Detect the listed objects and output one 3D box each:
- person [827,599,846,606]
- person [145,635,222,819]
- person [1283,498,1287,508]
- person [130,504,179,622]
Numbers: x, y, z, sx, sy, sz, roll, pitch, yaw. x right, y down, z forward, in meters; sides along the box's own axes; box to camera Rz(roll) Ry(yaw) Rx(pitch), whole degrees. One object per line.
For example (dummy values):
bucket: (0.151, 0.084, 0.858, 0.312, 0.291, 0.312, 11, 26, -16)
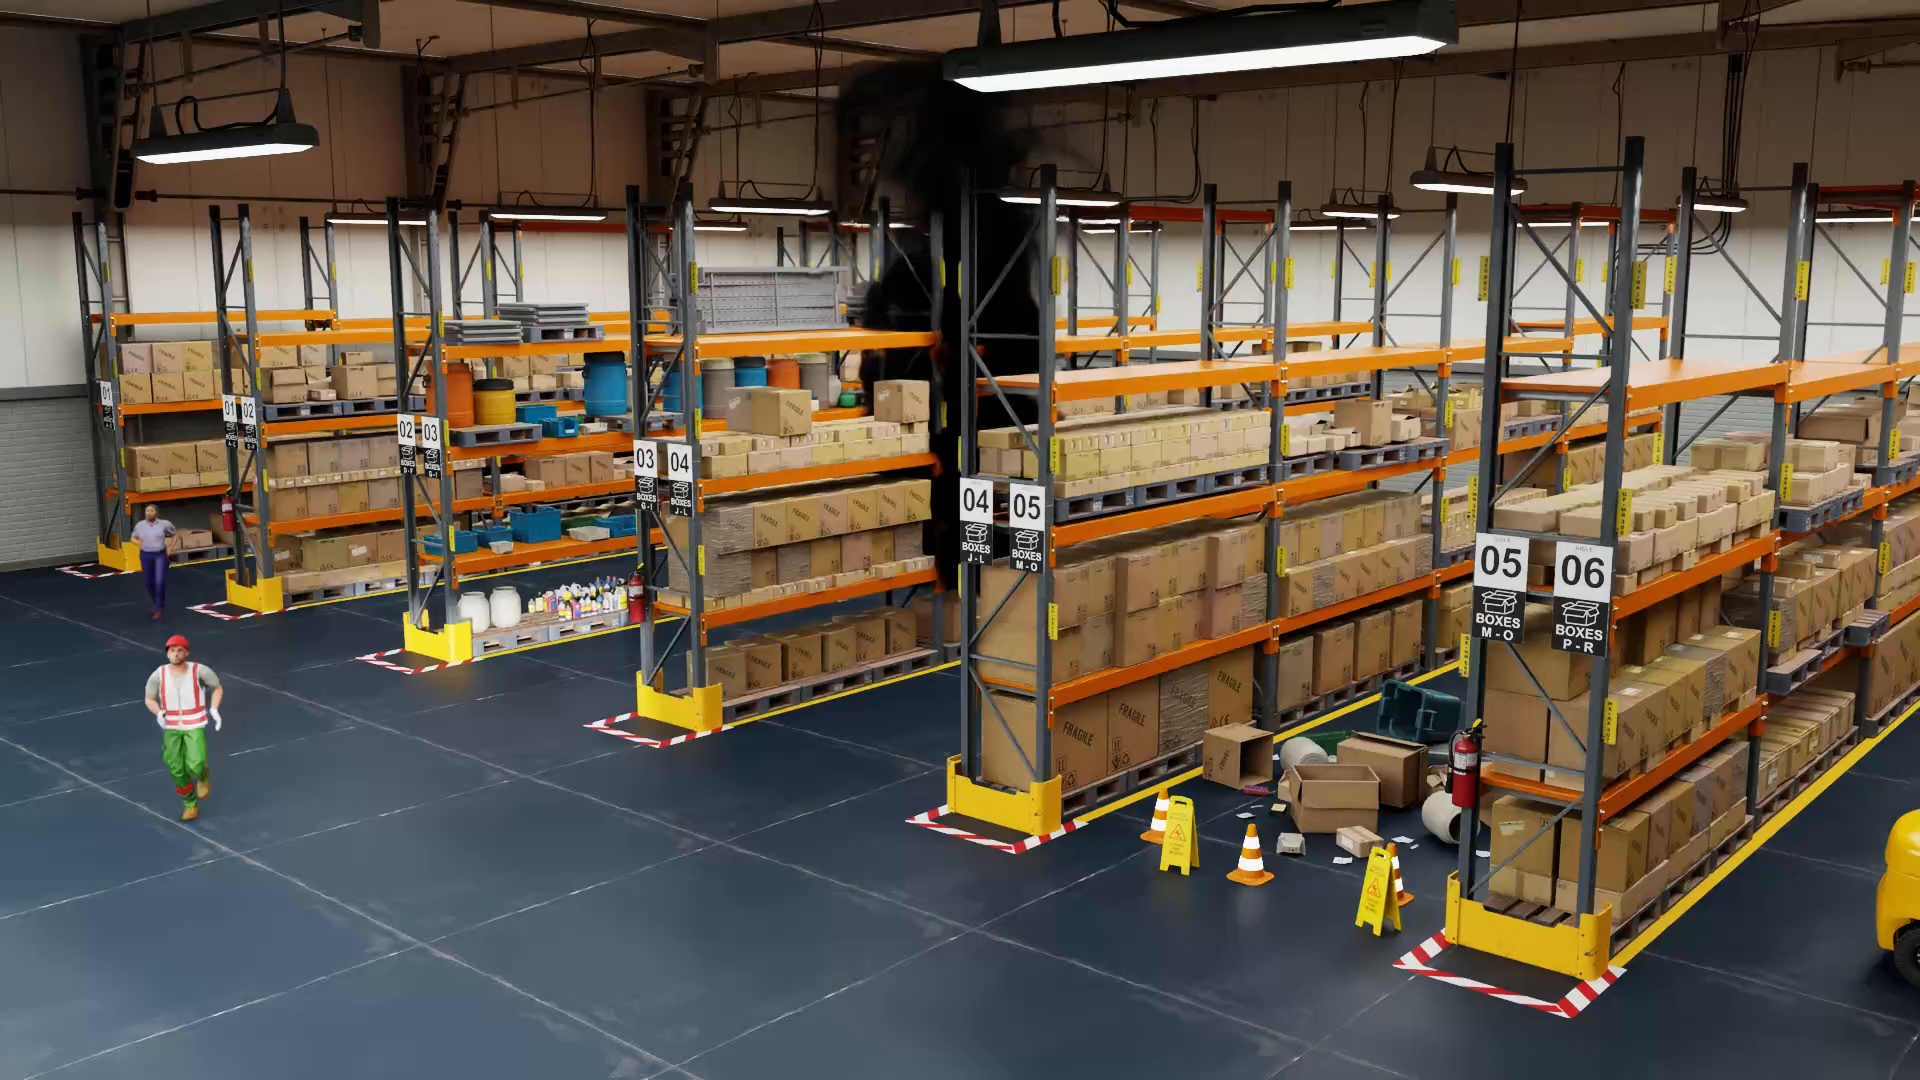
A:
person: (-1.813, 0.140, 23.897, 0.506, 1.631, 0.646, 4, 10, 24)
person: (-7.256, 1.749, 15.548, 0.655, 1.742, 0.594, -3, 10, -16)
person: (4.876, 0.126, 25.461, 0.663, 1.676, 0.600, 7, 11, 34)
person: (-11.833, 0.308, 24.399, 0.611, 1.679, 0.806, -1, 10, -5)
